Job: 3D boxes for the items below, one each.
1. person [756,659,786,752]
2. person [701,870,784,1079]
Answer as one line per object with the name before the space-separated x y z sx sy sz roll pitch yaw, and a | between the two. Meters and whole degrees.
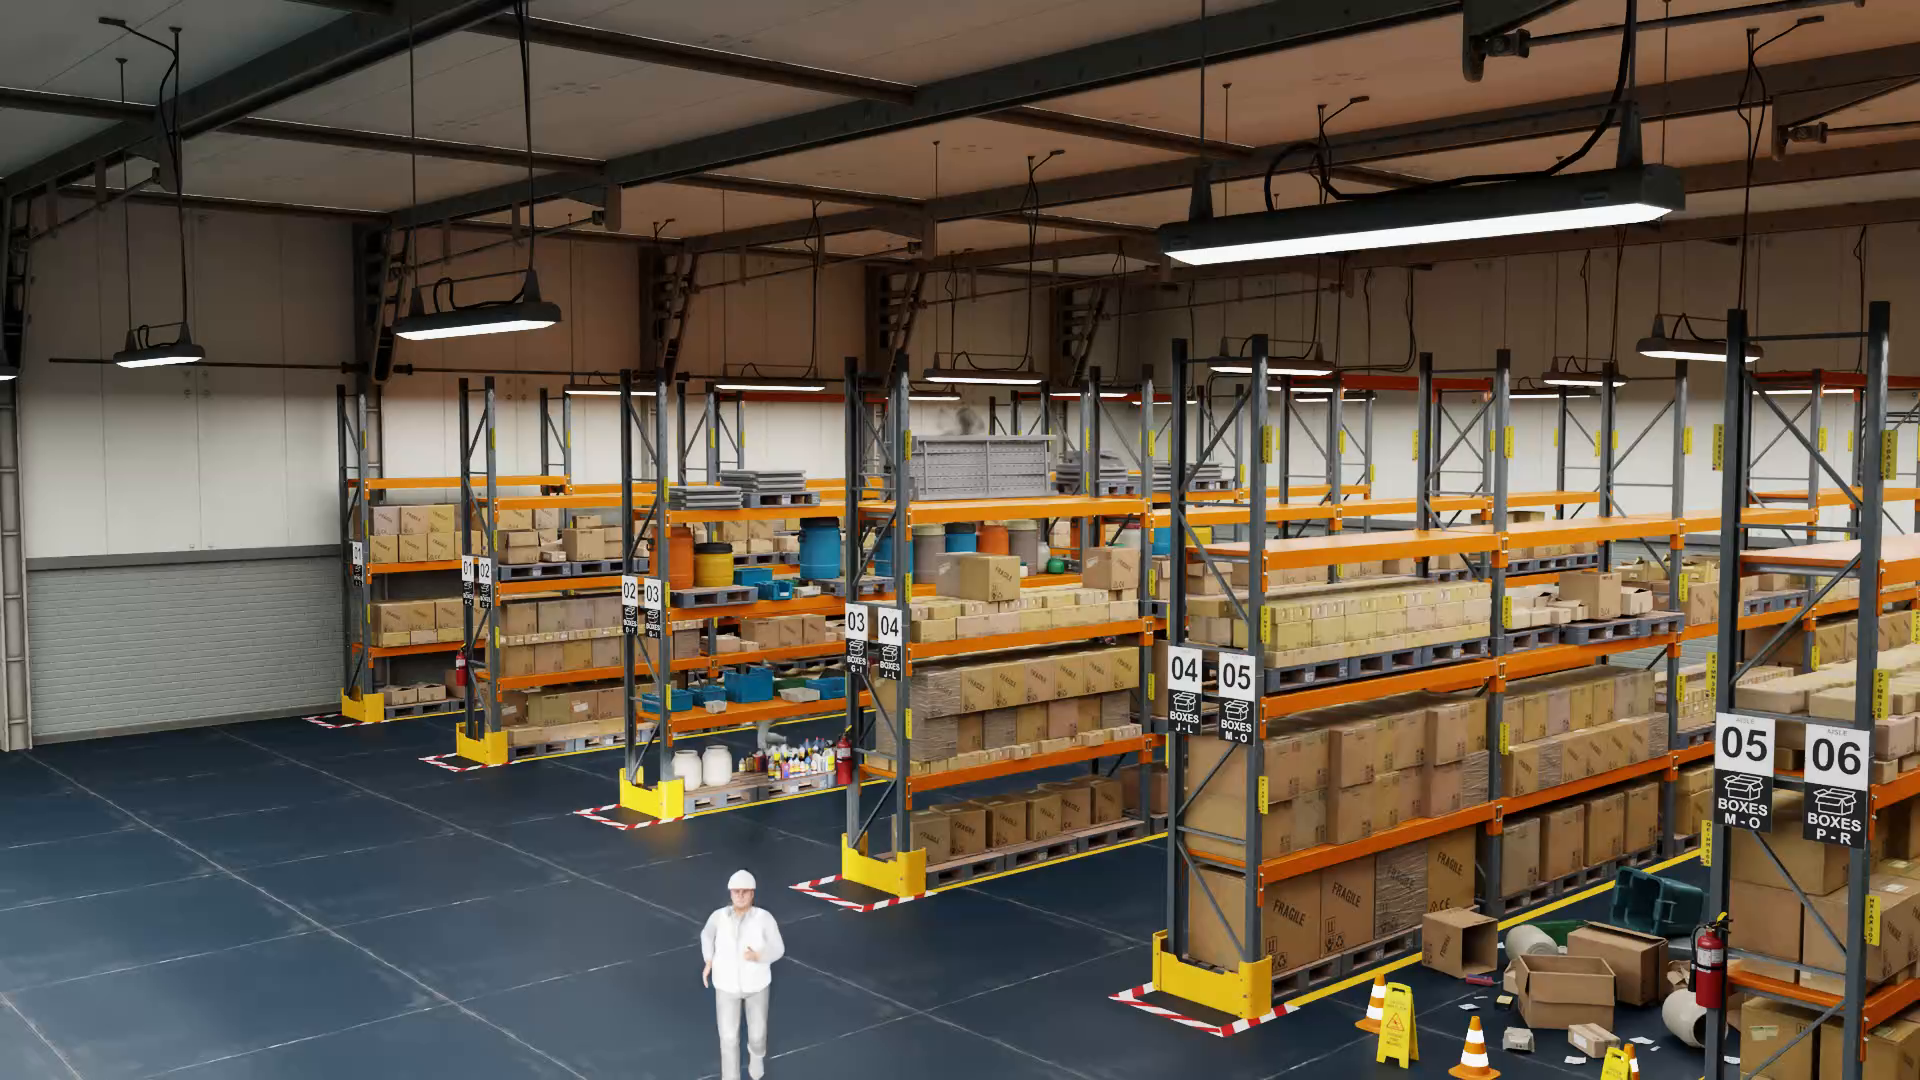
person | -2.933 2.660 25.673 0.617 1.682 0.747 3 5 43
person | -1.672 3.416 12.761 0.655 1.763 0.964 0 4 -4
